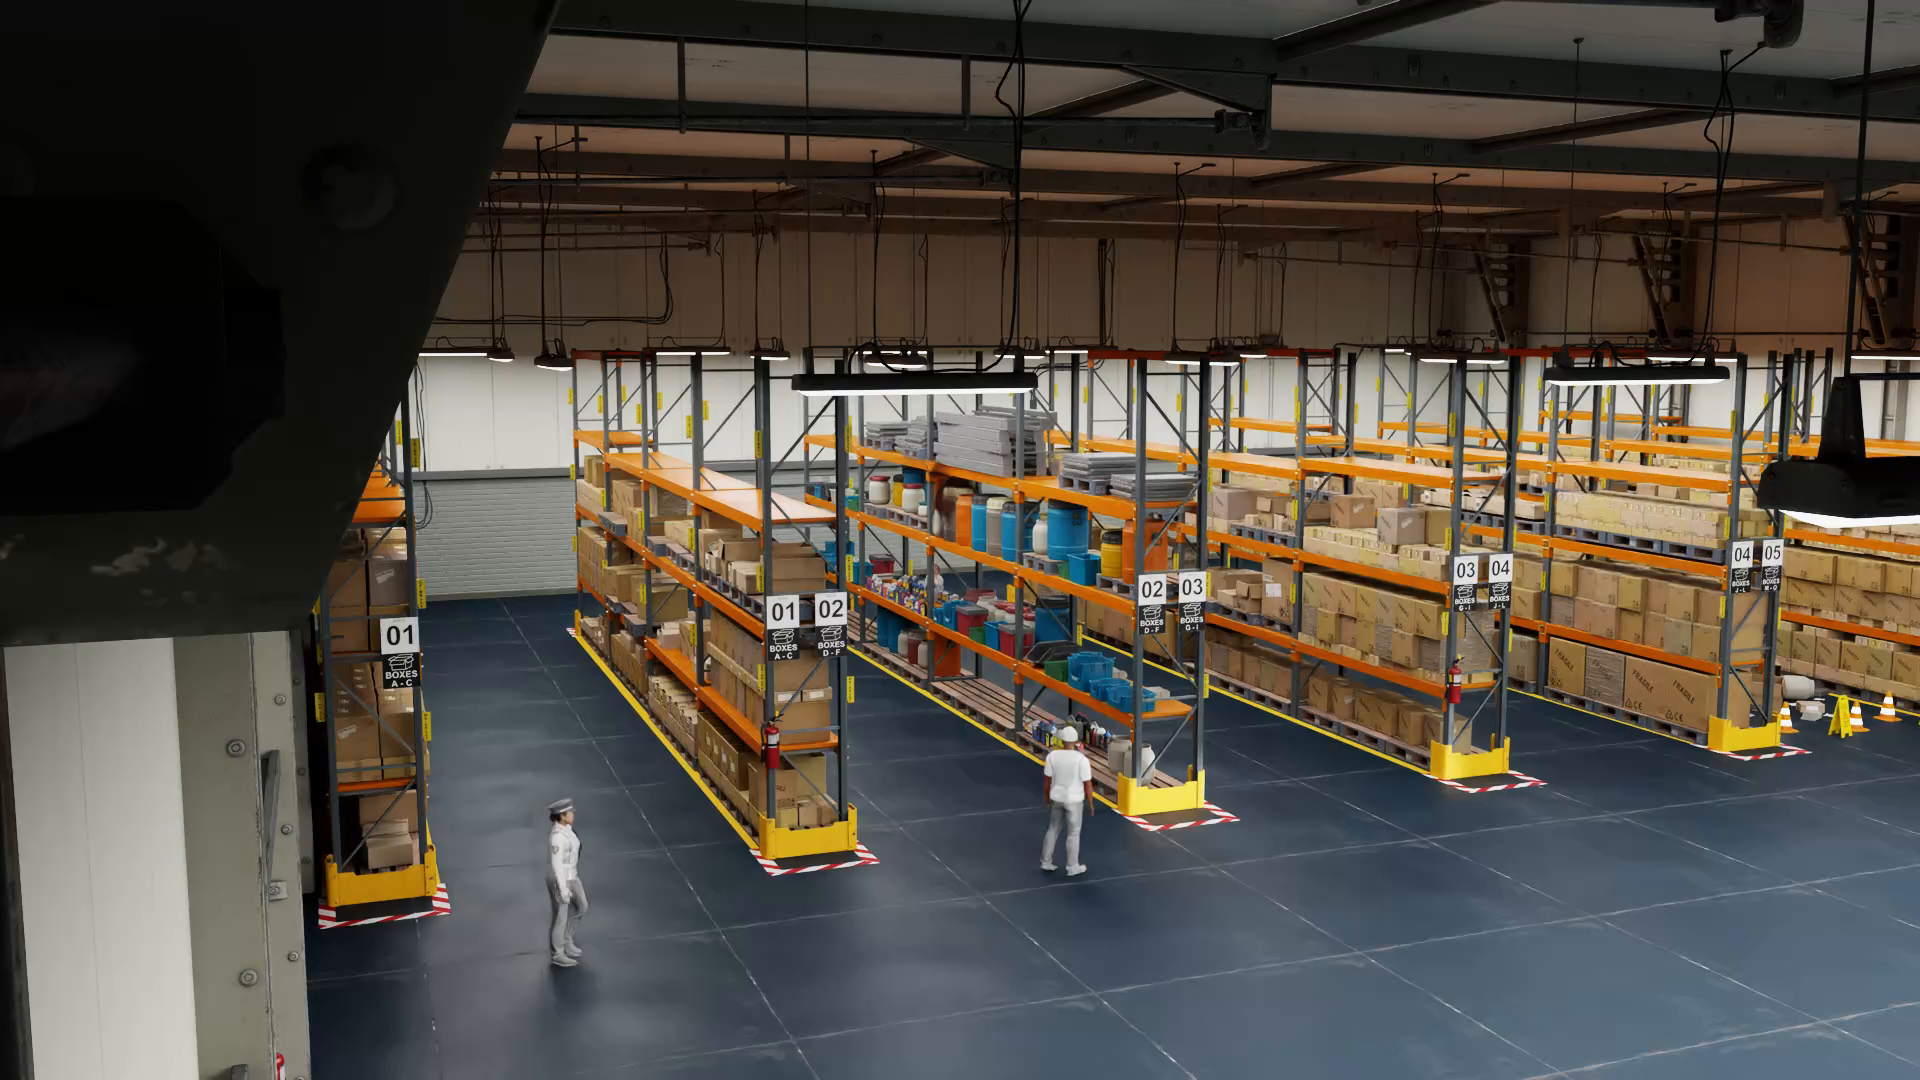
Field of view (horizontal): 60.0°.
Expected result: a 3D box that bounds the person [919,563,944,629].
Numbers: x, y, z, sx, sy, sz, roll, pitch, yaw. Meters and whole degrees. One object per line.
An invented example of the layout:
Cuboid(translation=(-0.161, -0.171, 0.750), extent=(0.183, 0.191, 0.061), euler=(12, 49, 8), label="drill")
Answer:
Cuboid(translation=(-0.546, 1.260, 34.503), extent=(0.462, 1.563, 0.688), euler=(-5, 8, -33), label="person")

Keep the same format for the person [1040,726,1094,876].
Cuboid(translation=(1.275, 3.058, 19.492), extent=(0.628, 1.797, 0.447), euler=(5, 9, 37), label="person")

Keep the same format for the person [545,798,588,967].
Cuboid(translation=(-3.977, 3.437, 16.730), extent=(0.367, 1.688, 0.550), euler=(0, 7, -1), label="person")
